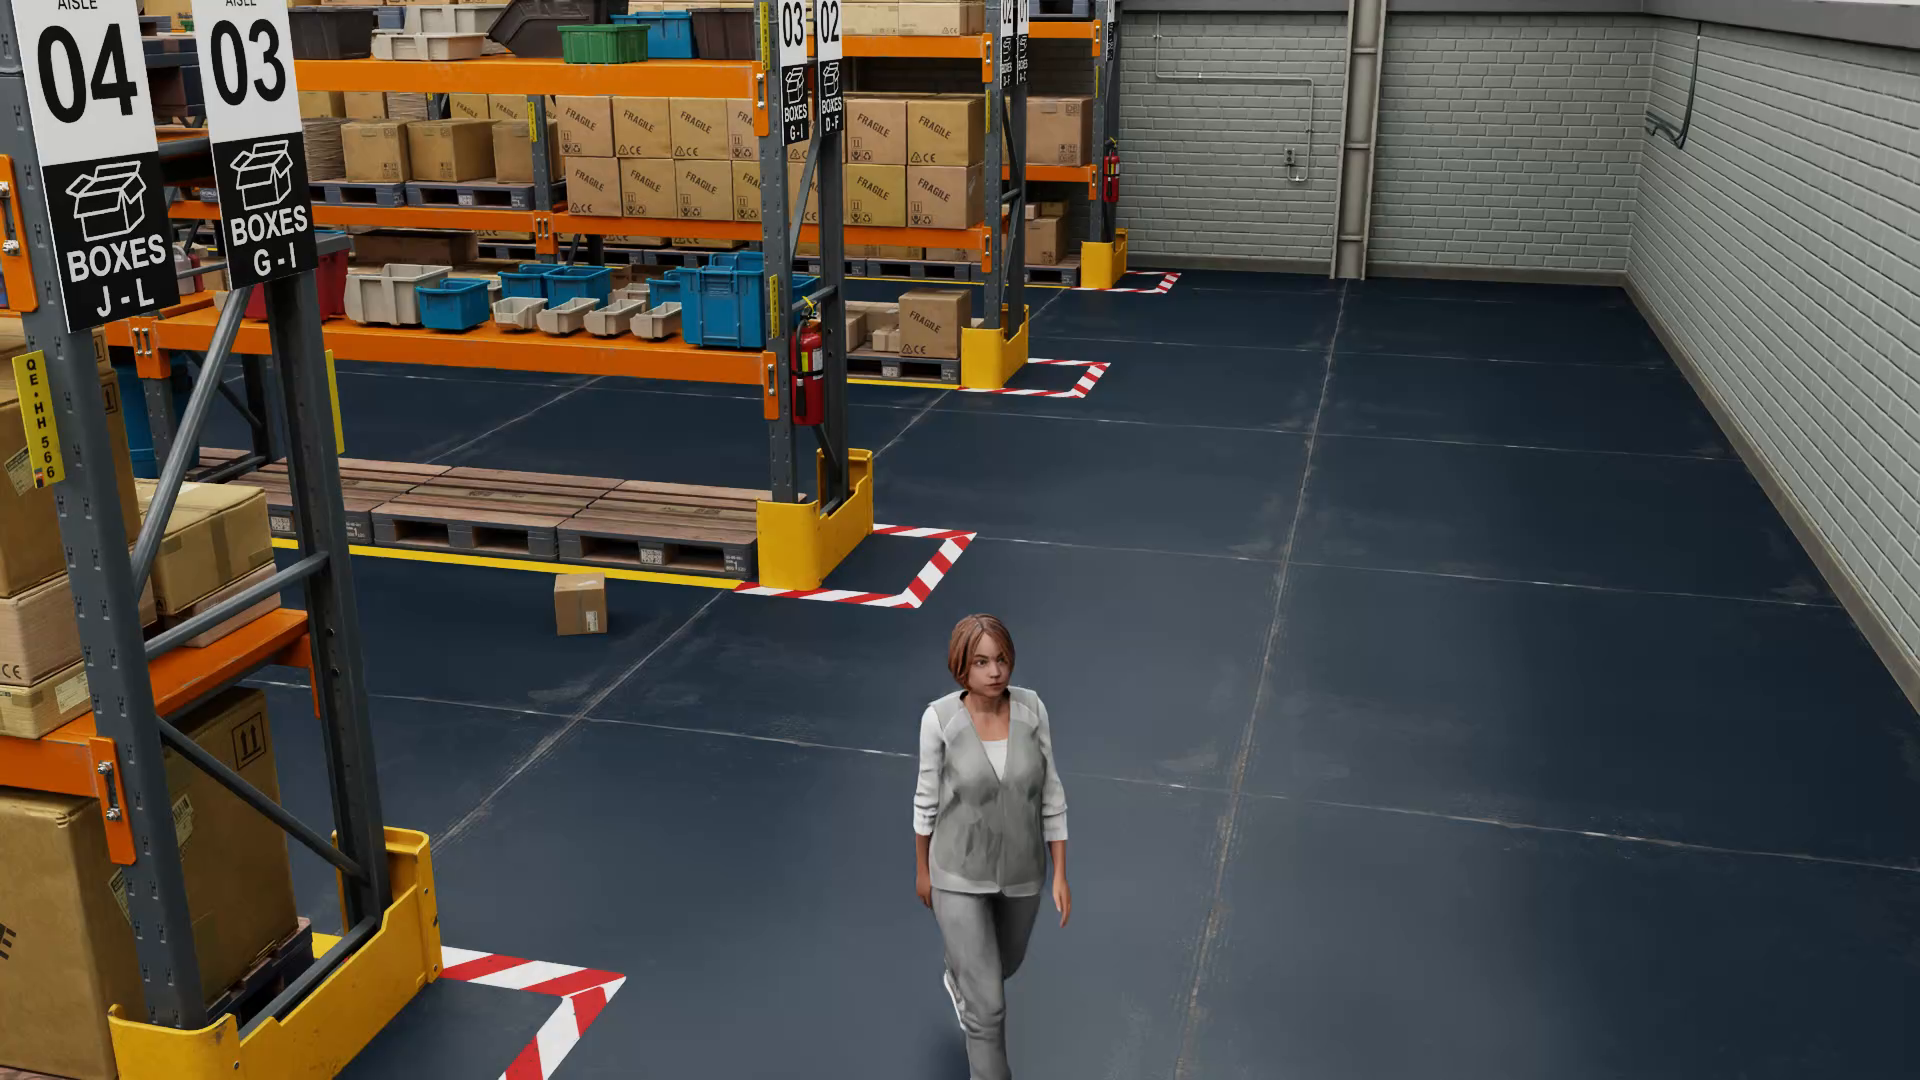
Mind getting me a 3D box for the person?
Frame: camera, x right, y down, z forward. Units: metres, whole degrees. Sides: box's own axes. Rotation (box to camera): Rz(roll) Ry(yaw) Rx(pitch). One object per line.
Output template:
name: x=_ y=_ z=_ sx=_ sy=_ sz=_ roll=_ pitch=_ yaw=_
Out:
person: x=0.085 y=0.944 z=4.769 sx=0.419 sy=1.535 sz=0.896 roll=-6 pitch=19 yaw=-18
